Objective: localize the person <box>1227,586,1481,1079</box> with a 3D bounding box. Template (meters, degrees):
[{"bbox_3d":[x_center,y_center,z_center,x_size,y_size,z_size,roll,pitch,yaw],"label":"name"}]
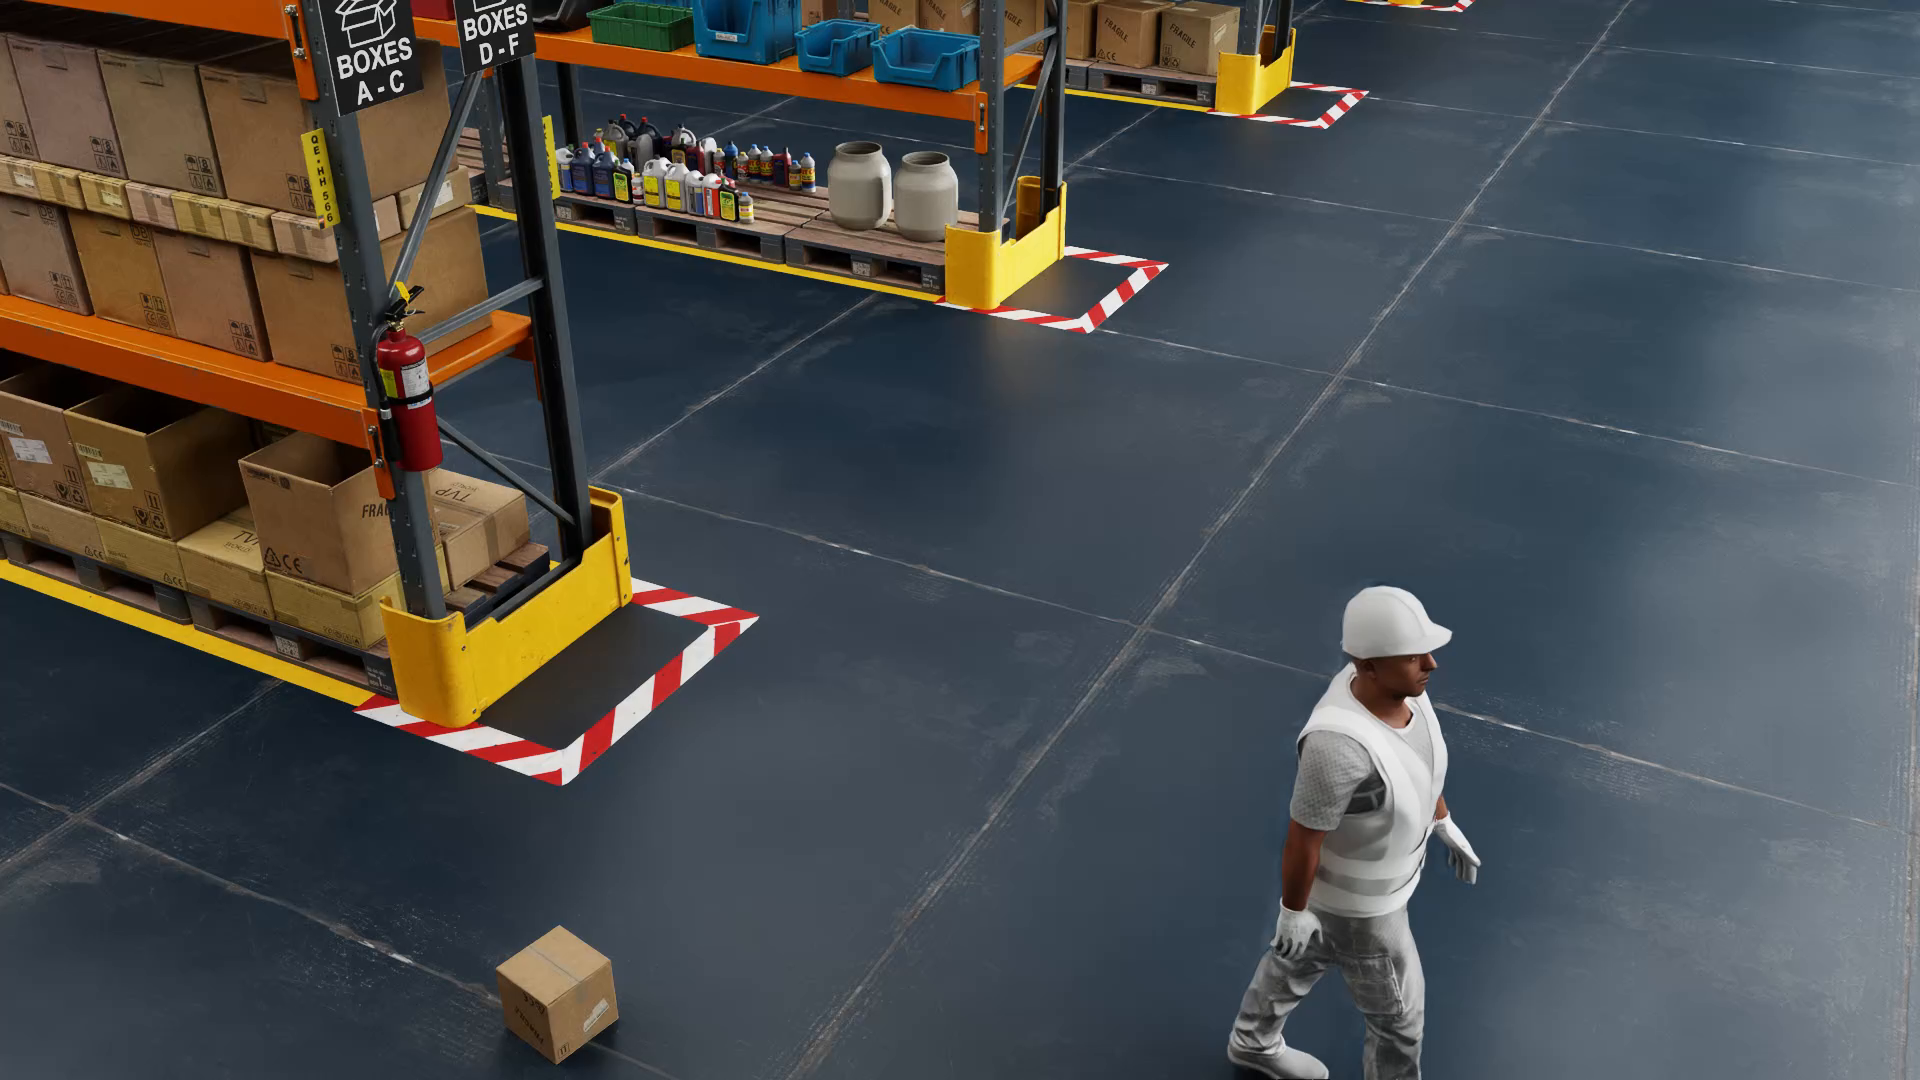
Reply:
[{"bbox_3d":[1.176,0.925,4.483,0.824,1.787,0.567,13,32,22],"label":"person"}]
